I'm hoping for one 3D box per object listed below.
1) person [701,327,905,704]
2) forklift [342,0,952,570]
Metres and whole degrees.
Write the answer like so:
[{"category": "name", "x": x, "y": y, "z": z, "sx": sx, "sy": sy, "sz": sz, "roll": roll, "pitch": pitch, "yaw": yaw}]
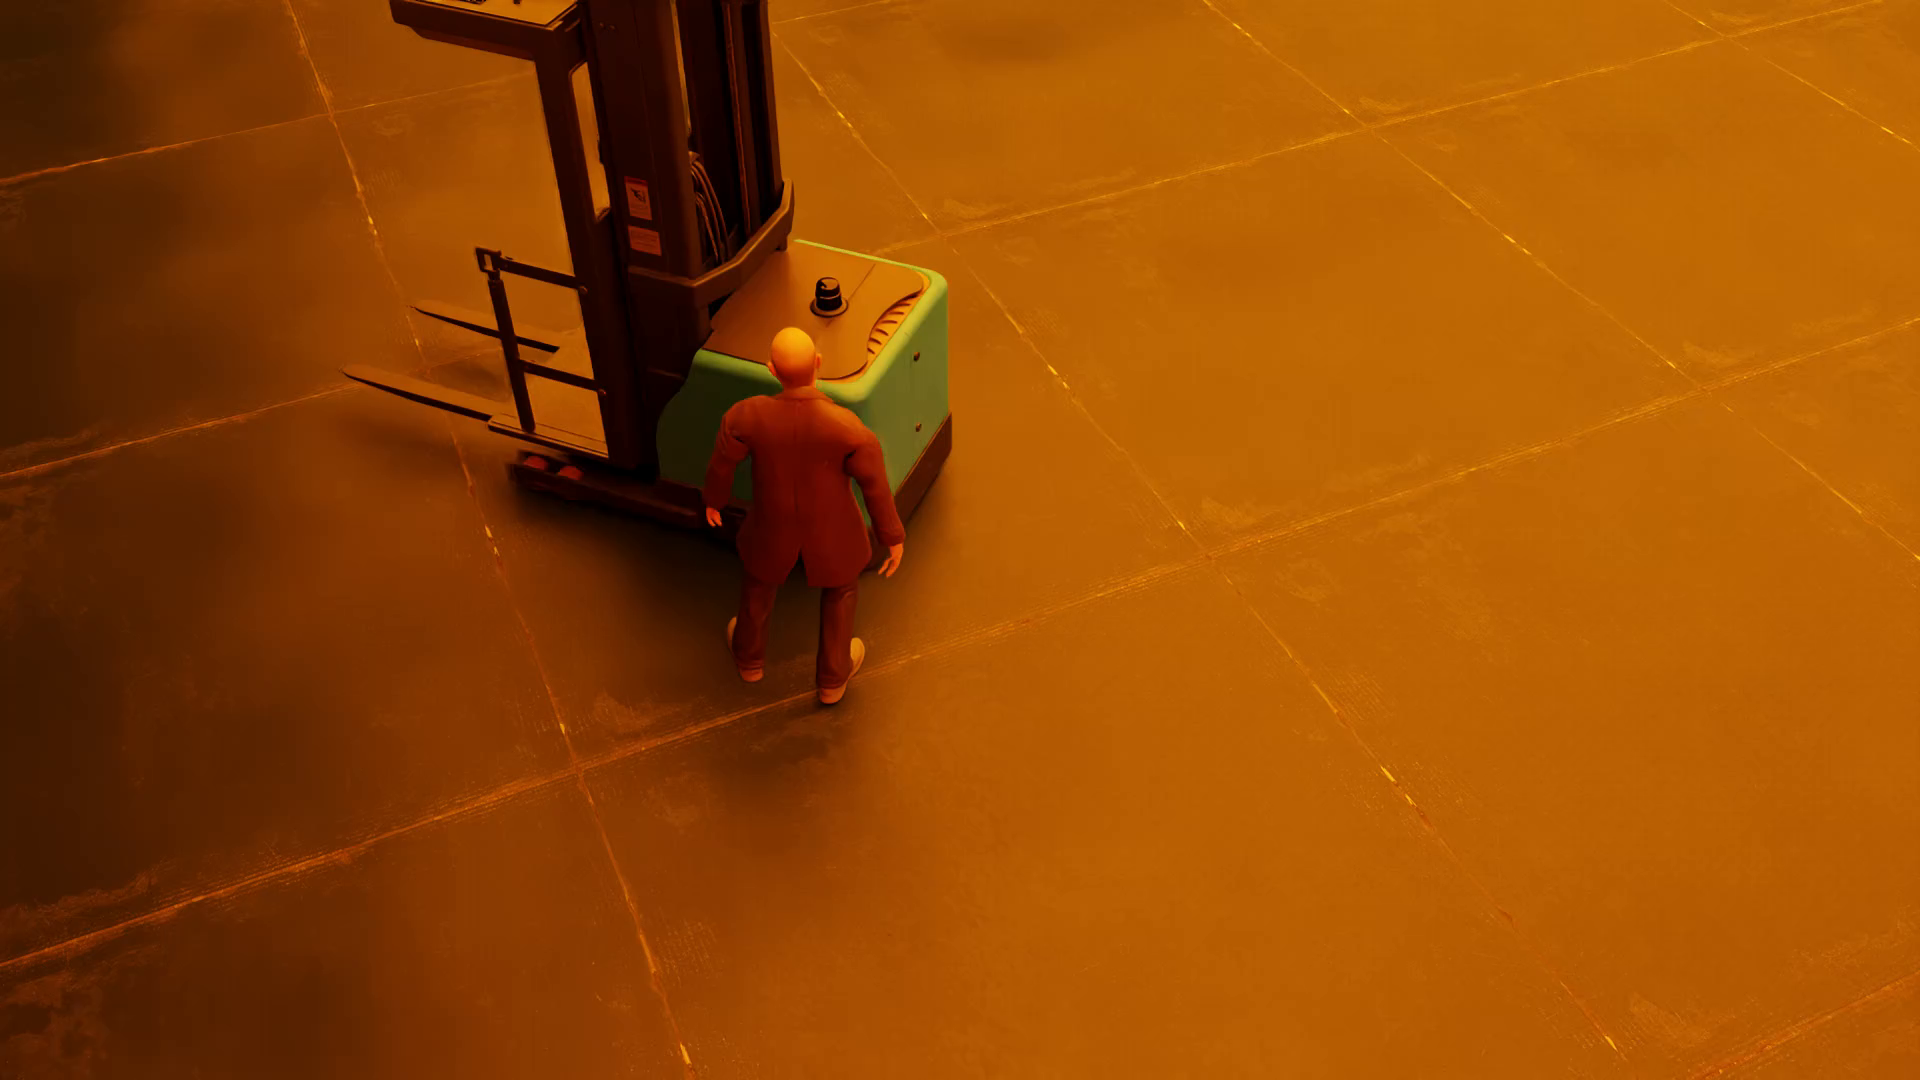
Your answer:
[{"category": "person", "x": -0.629, "y": -0.086, "z": 6.640, "sx": 0.849, "sy": 1.752, "sz": 0.430, "roll": 4, "pitch": 43, "yaw": 5}, {"category": "forklift", "x": -1.607, "y": -1.580, "z": 7.373, "sx": 3.031, "sy": 2.935, "sz": 1.130, "roll": 16, "pitch": 45, "yaw": 16}]
